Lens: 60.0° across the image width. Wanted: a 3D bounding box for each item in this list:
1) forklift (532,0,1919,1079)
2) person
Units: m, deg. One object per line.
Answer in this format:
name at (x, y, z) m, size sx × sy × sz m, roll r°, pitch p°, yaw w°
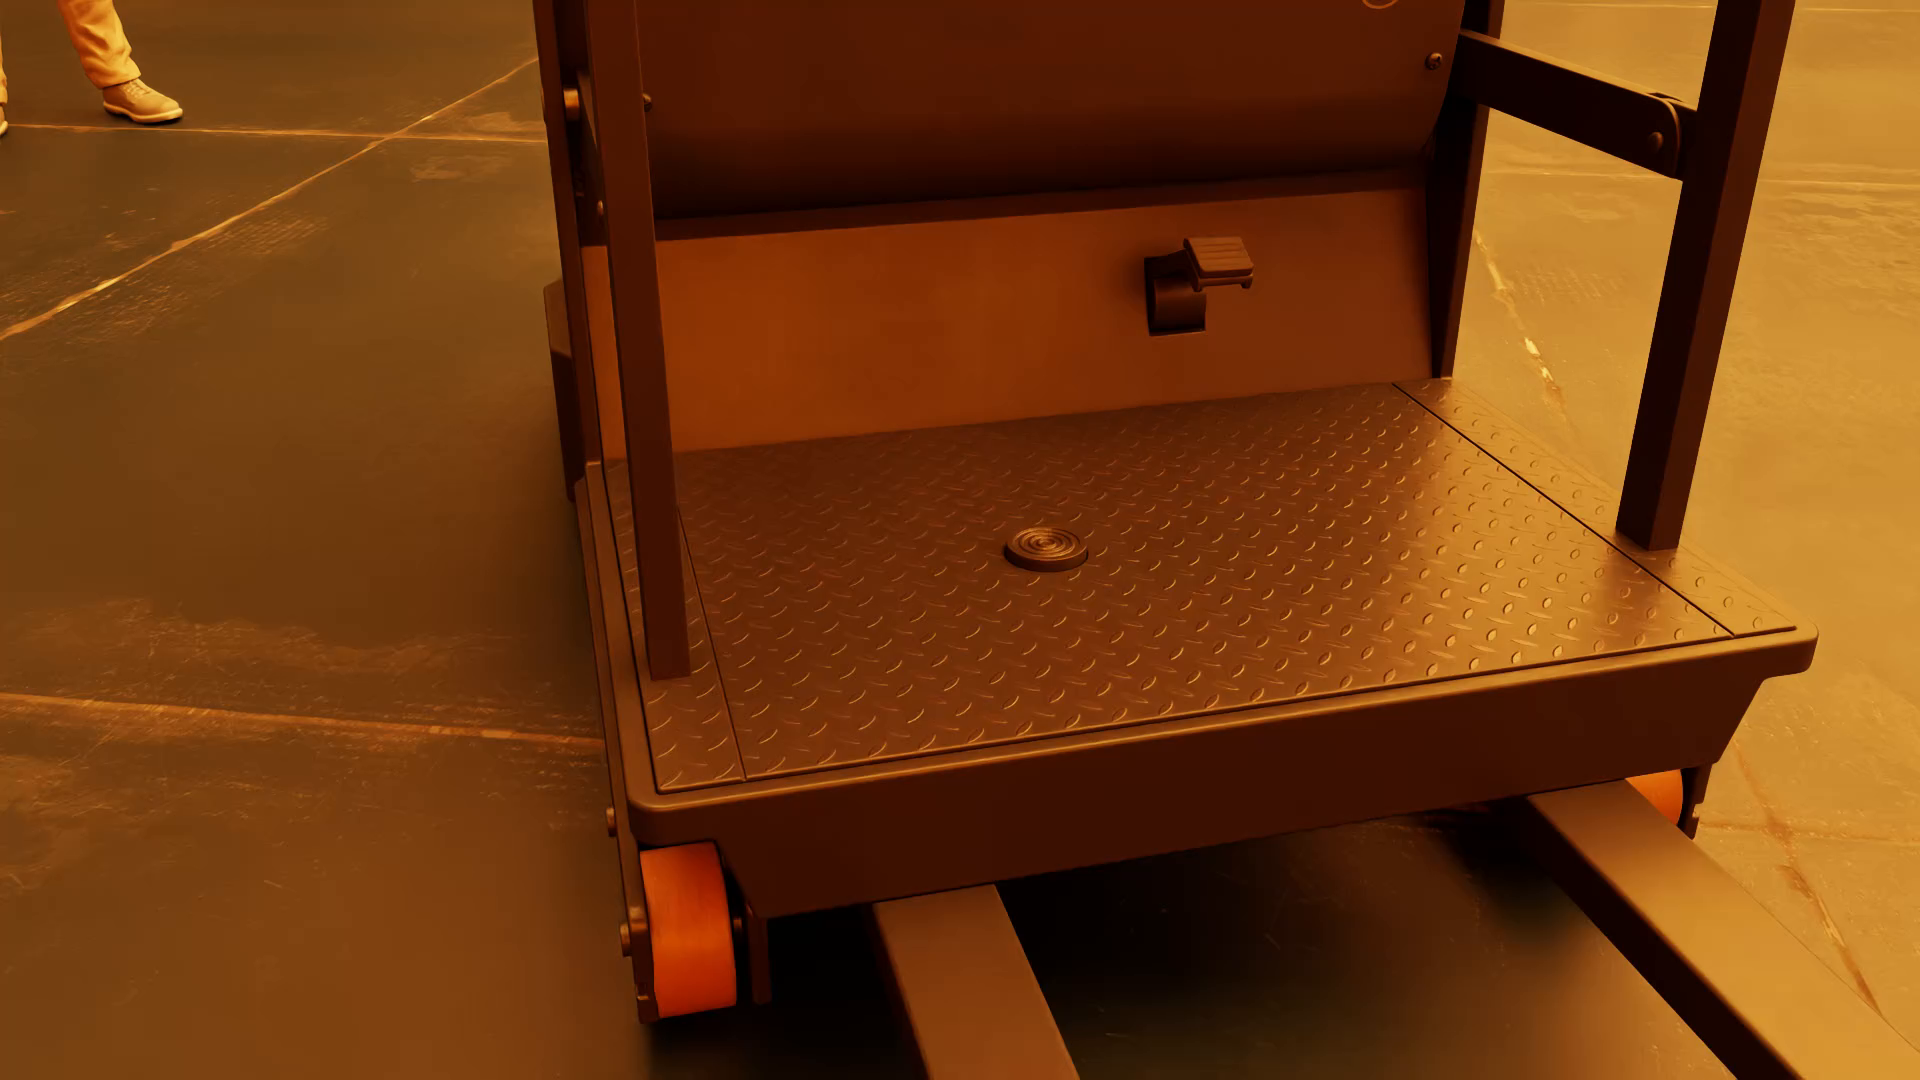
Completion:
forklift at (0.153, -1.049, 1.319) m, size 1.130 × 2.935 × 3.031 m, roll -7°, pitch 27°, yaw -13°
person at (-2.705, -2.004, 4.583) m, size 0.677 × 1.735 × 0.453 m, roll -20°, pitch 33°, yaw -35°
